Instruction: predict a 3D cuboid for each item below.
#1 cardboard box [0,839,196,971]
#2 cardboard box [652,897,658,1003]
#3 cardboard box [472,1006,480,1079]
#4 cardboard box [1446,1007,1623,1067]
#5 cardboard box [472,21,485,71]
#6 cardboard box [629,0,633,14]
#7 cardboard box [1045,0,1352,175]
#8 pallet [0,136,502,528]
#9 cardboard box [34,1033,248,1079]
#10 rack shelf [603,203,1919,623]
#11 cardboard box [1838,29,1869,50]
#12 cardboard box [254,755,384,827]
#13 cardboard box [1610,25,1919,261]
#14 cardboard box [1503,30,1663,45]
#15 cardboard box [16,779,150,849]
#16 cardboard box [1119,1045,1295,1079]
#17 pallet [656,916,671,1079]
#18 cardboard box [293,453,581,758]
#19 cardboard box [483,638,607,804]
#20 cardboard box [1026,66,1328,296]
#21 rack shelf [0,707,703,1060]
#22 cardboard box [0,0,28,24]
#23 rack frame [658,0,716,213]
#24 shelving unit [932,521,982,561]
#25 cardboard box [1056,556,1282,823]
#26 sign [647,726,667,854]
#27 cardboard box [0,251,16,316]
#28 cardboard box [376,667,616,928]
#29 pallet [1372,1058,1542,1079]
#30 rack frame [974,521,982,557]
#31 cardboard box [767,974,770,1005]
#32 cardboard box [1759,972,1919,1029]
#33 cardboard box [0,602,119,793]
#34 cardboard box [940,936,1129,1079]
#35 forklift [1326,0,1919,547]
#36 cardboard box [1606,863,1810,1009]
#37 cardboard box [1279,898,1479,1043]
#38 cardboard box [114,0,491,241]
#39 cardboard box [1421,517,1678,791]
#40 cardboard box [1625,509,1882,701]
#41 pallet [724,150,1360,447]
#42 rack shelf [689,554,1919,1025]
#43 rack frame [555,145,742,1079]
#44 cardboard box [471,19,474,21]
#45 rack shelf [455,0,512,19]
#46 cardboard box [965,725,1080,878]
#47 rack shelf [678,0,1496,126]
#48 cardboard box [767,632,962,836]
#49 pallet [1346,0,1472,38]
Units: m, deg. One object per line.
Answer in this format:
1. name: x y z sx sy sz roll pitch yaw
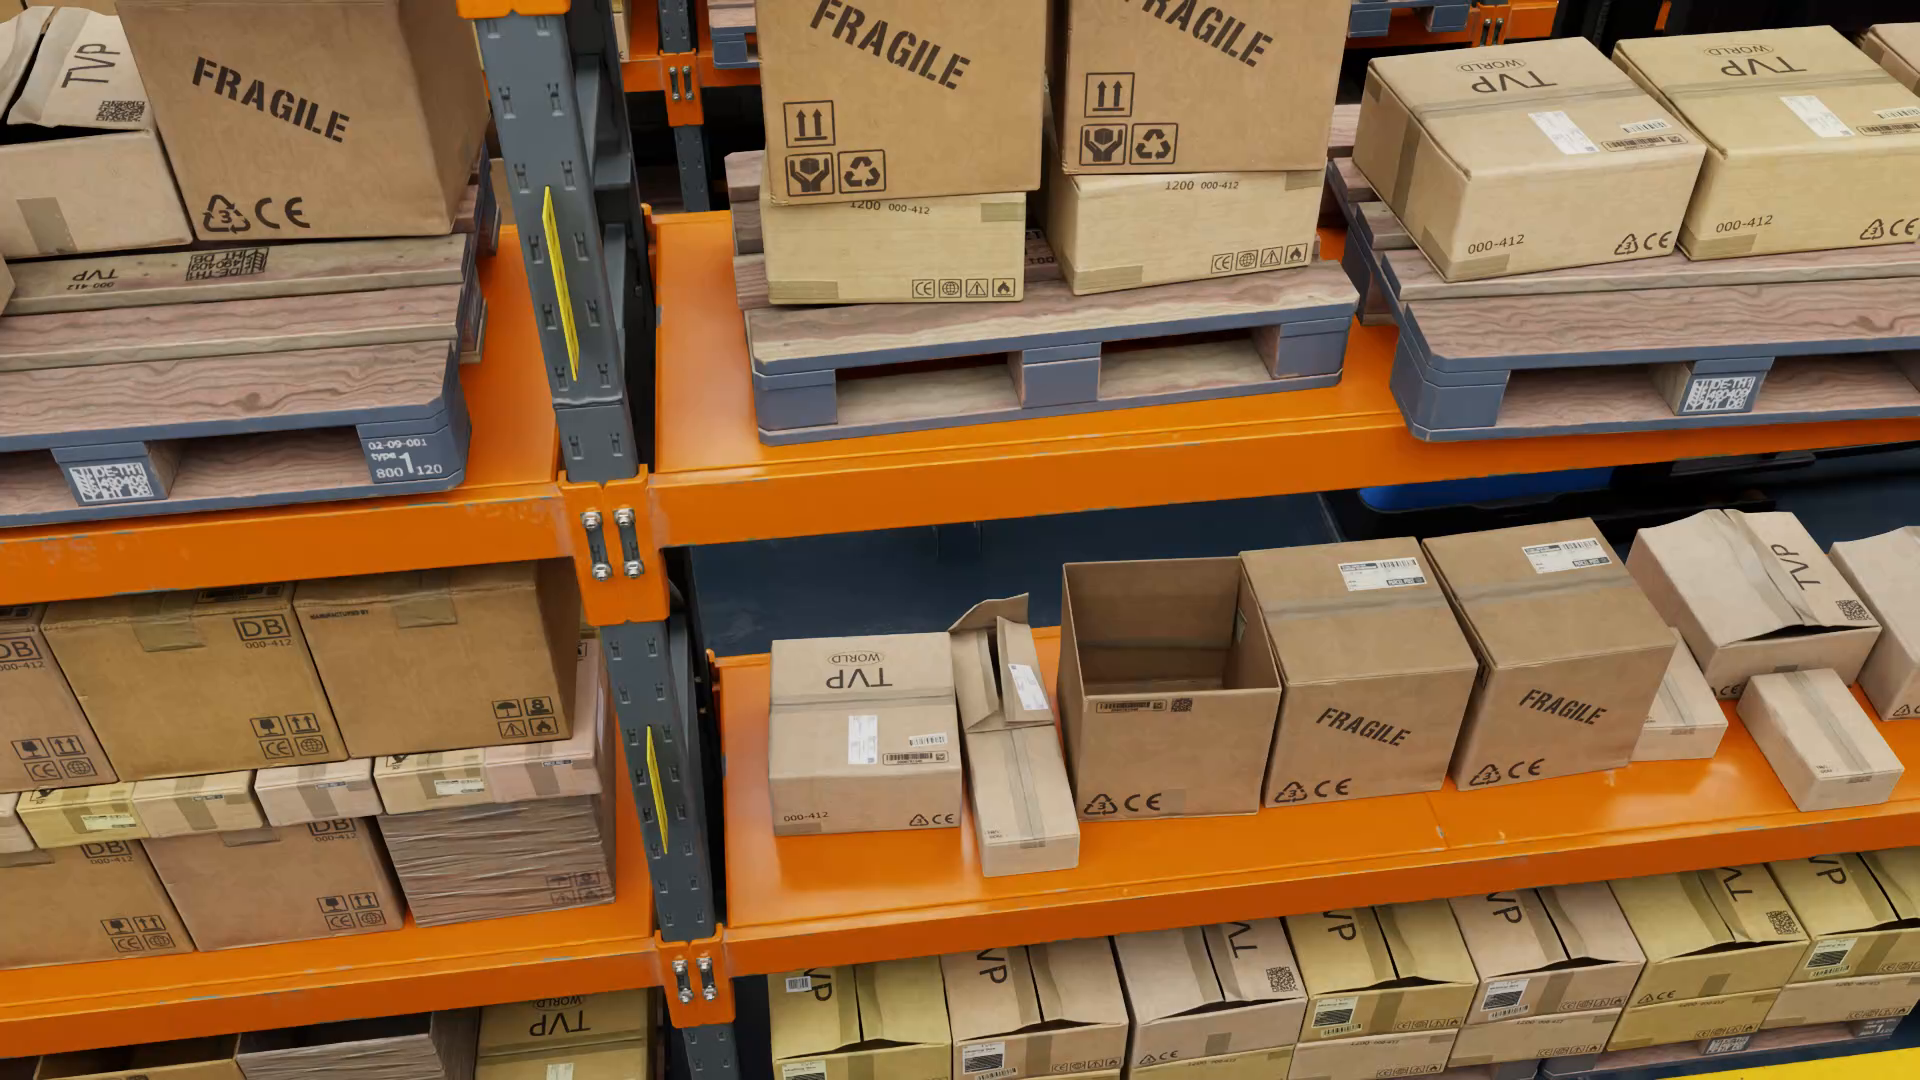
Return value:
1. cardboard box: -2.203 0.636 4.231 0.500 0.500 0.700 -4 42 -5
2. cardboard box: -1.243 1.243 5.371 0.500 0.250 0.500 -5 42 -6
3. cardboard box: -1.672 1.627 4.946 0.500 0.250 0.500 -5 42 -6
4. cardboard box: 1.723 1.354 5.249 0.500 0.250 0.500 -4 42 -5
5. cardboard box: -2.315 -2.422 7.792 0.500 0.250 0.500 -5 42 -5
6. cardboard box: -1.884 -2.803 8.216 0.500 0.250 0.500 -5 42 -5
7. cardboard box: 0.434 -1.045 3.168 0.500 0.500 0.500 -1 42 -1
8. pallet: -1.586 -0.450 3.336 1.213 0.211 1.003 -5 42 -6
9. cardboard box: -2.168 1.393 4.645 0.500 0.500 0.500 -5 42 -6
10. rack shelf: 1.239 -0.481 3.841 4.000 0.370 1.077 -5 42 -6
11. cardboard box: 5.034 -2.581 9.163 0.750 0.750 0.750 -4 42 -4
12. cardboard box: -1.491 0.472 3.928 0.250 0.149 0.380 -6 42 -7
13. cardboard box: 1.694 -0.845 3.507 0.500 0.250 0.500 -6 42 -6
14. cardboard box: 3.322 -2.432 8.998 0.750 0.750 0.750 -6 42 -6
15. cardboard box: -1.995 0.515 3.881 0.250 0.149 0.380 -5 42 -6
16. cardboard box: 0.708 1.444 5.149 0.500 0.250 0.500 -6 42 -7
17. pallet: -1.538 1.616 5.301 1.213 0.211 1.003 -5 42 -6
18. cardboard box: -1.183 0.063 3.897 0.500 0.500 0.700 -5 42 -5
19. cardboard box: -0.986 0.427 3.978 0.250 0.149 0.380 -5 42 -6
20. cardboard box: 0.413 -0.771 3.424 0.500 0.250 0.500 -9 43 -10
21. rack shelf: -2.727 0.980 4.461 4.000 0.370 1.077 -5 42 -6
22. cardboard box: -4.352 -2.511 7.332 0.500 0.500 0.500 -5 42 -5
23. rack frame: -1.390 -2.750 8.059 0.127 3.000 1.000 -5 42 -6
24. shelving unit: -0.014 -0.444 6.847 0.189 1.200 0.258 -5 42 -6
25. cardboard box: 0.542 0.401 4.491 0.500 0.500 0.500 -2 42 -2
26. sign: -0.670 0.557 3.687 0.005 0.325 0.100 -5 42 -6
27. cardboard box: -1.905 -0.403 2.987 0.250 0.149 0.380 -5 42 -6
28. cardboard box: -1.183 0.545 4.331 0.500 0.500 0.700 -6 42 -7
29. pallet: 1.194 1.377 5.566 1.213 0.211 1.003 -5 42 -6
30. rack frame: 0.076 -0.452 6.856 0.006 1.200 0.240 -5 42 -6
31. cardboard box: -0.312 1.534 5.049 0.500 0.250 0.500 -6 42 -7
32. cardboard box: 2.732 1.265 5.347 0.500 0.250 0.500 -4 42 -5
33. cardboard box: -2.181 0.151 3.800 0.500 0.500 0.700 -5 42 -6
34. cardboard box: 0.195 1.286 4.905 0.500 0.311 0.500 -5 42 -6
35. forklift: 3.103 -1.471 6.693 3.031 2.935 1.130 -6 42 -7
36. cardboard box: 2.220 1.107 5.103 0.500 0.311 0.500 -6 42 -6
37. cardboard box: 1.222 1.192 5.010 0.500 0.311 0.500 -4 42 -4
38. cardboard box: -1.278 -0.951 3.332 0.500 0.500 0.500 -2 42 -2
39. cardboard box: 1.561 0.312 4.590 0.500 0.500 0.500 -7 43 -8
40. cardboard box: 2.310 0.174 4.884 0.500 0.311 0.500 -5 42 -6
41. pallet: 0.129 -0.589 3.566 1.217 0.209 0.805 -7 42 -7
42. rack shelf: 1.239 0.633 4.846 4.000 0.370 1.077 -5 42 -6
43. rack frame: -0.744 0.540 4.412 0.127 3.000 1.000 -5 42 -6
44. cardboard box: -2.313 -2.687 7.526 0.500 0.500 0.500 -5 42 -6
45. rack shelf: -2.727 -1.099 2.585 4.000 0.370 1.077 -5 42 -6
46. cardboard box: 0.161 0.692 4.431 0.250 0.149 0.380 -5 42 -6
47. rack shelf: 0.593 -2.657 8.493 4.000 0.370 1.077 -5 42 -6
48. cardboard box: -0.261 0.523 4.542 0.500 0.250 0.500 -3 42 -3
49. pallet: 1.884 -2.894 8.362 1.003 0.211 1.213 -5 42 -6
